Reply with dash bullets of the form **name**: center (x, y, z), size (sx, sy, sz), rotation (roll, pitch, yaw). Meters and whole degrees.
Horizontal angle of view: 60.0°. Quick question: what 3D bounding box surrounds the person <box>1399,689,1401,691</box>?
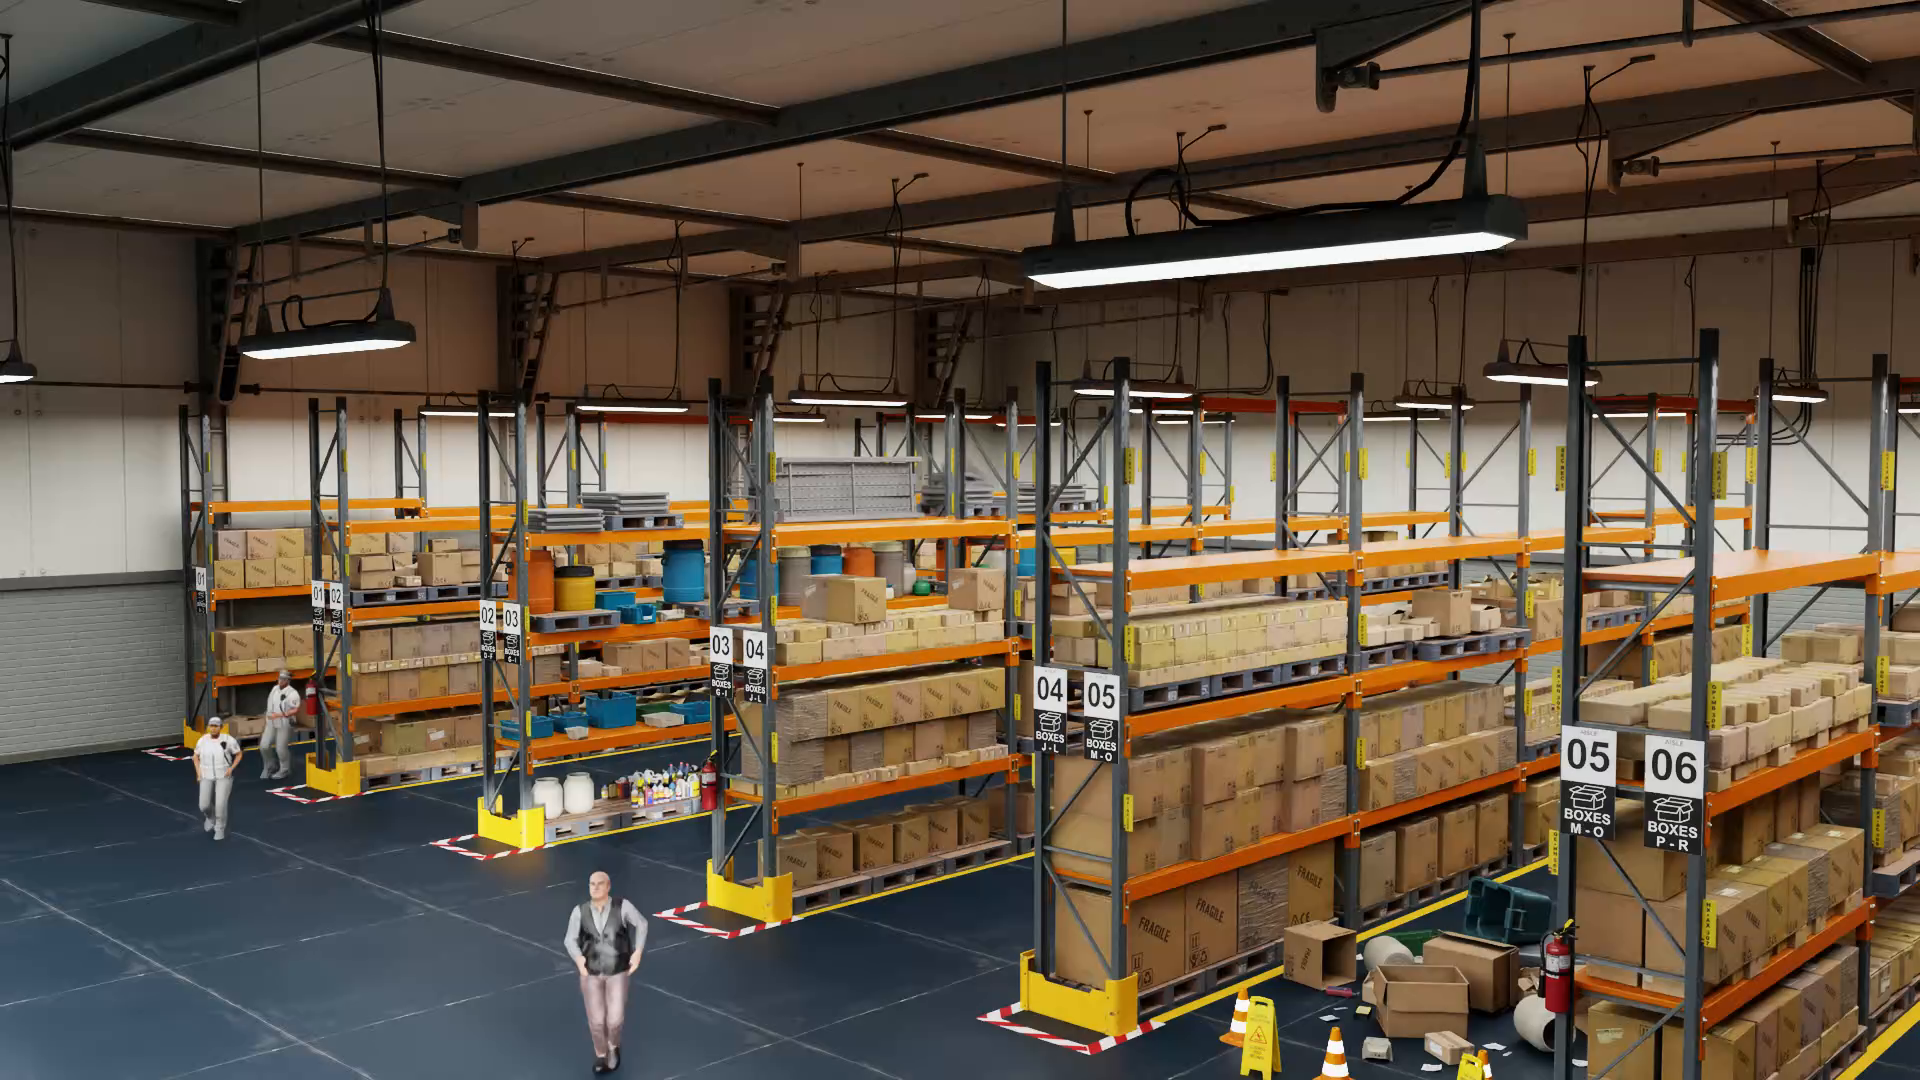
- **person**: center (7.027, 3.042, 25.866), size (0.674, 1.459, 0.987), rotation (2, 4, 37)

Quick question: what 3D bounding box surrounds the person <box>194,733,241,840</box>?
- **person**: center (-9.968, 3.283, 22.339), size (0.590, 1.429, 0.523), rotation (-1, 3, -15)

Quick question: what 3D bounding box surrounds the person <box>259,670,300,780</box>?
- **person**: center (-10.724, 2.925, 26.244), size (0.682, 1.785, 0.653), rotation (1, 3, 12)

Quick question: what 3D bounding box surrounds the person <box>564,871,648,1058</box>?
- **person**: center (-2.943, 3.562, 13.772), size (0.672, 1.619, 0.592), rotation (0, 3, -5)
